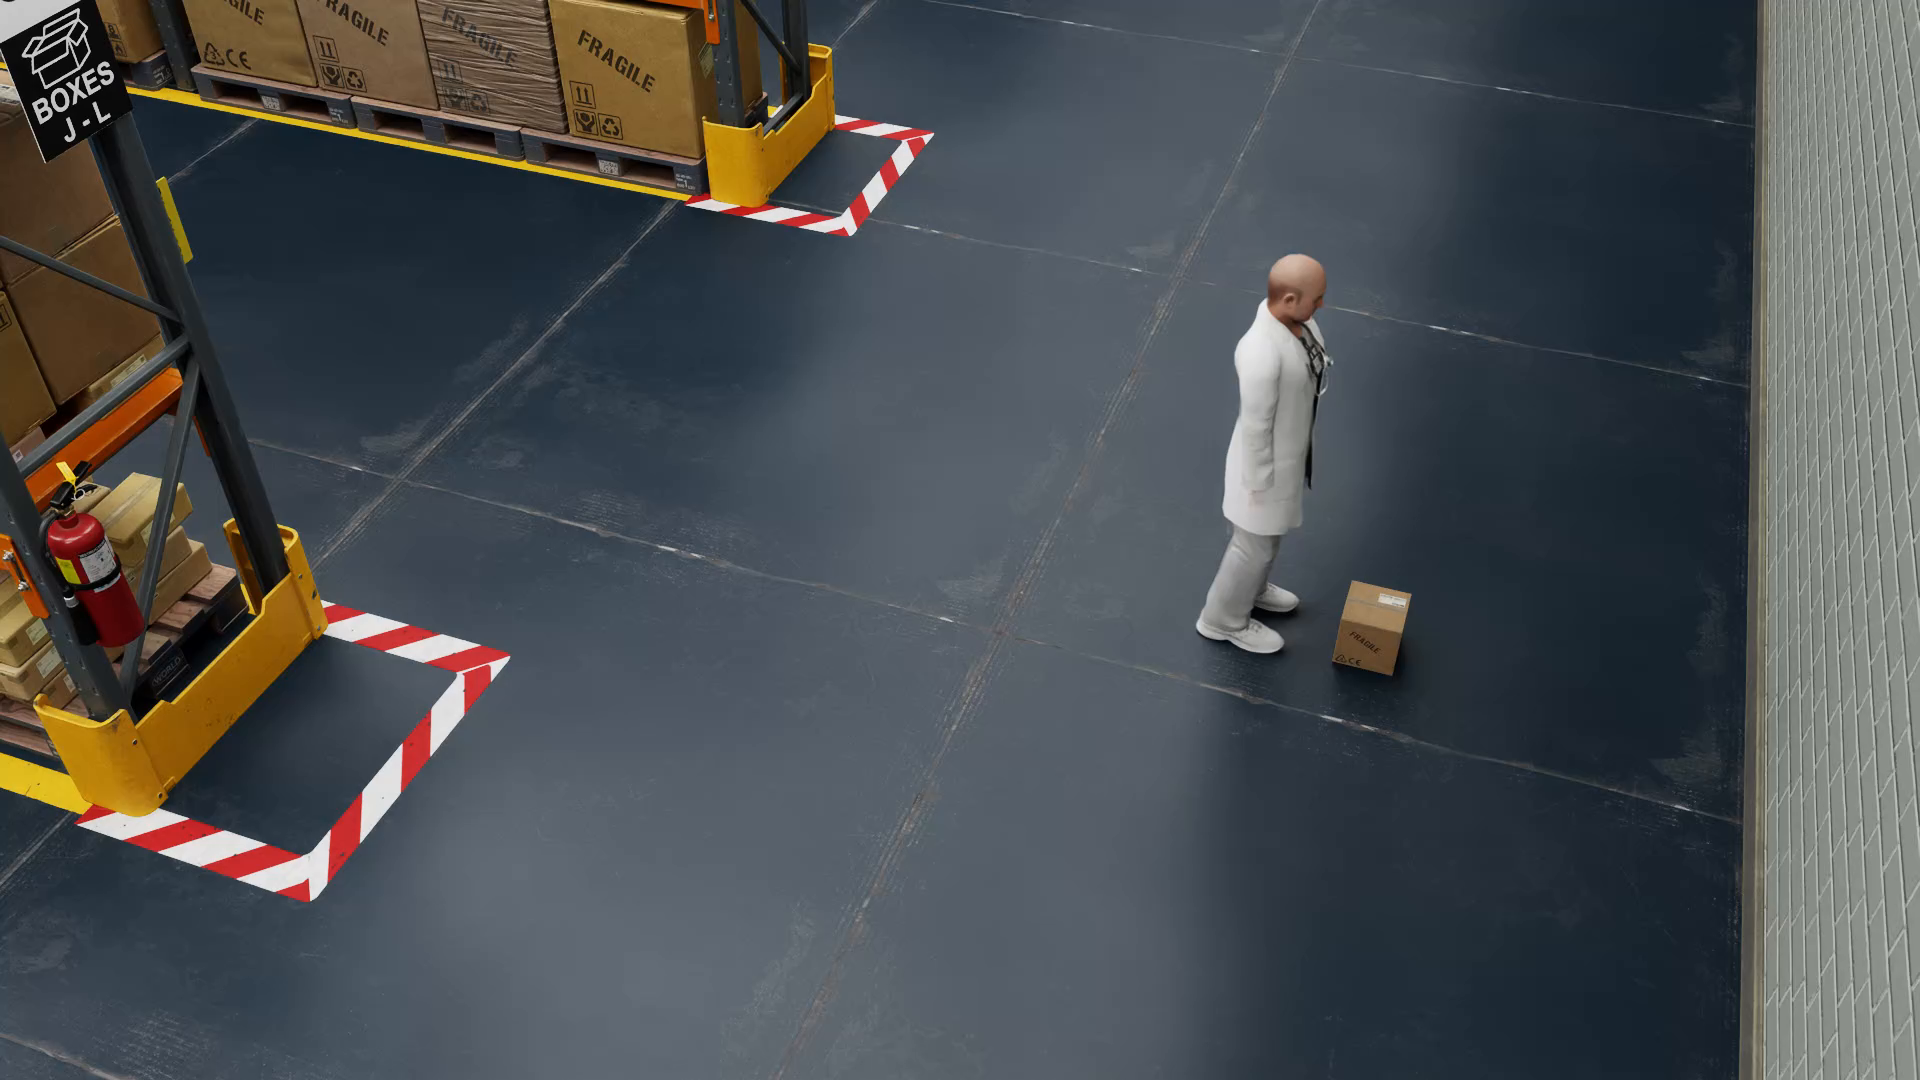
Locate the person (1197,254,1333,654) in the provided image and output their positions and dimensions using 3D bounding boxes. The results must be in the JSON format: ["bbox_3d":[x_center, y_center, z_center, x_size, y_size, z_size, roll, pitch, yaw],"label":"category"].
[{"bbox_3d":[1.240,-0.343,6.571,0.378,1.774,0.562,14,43,16],"label":"person"}]
